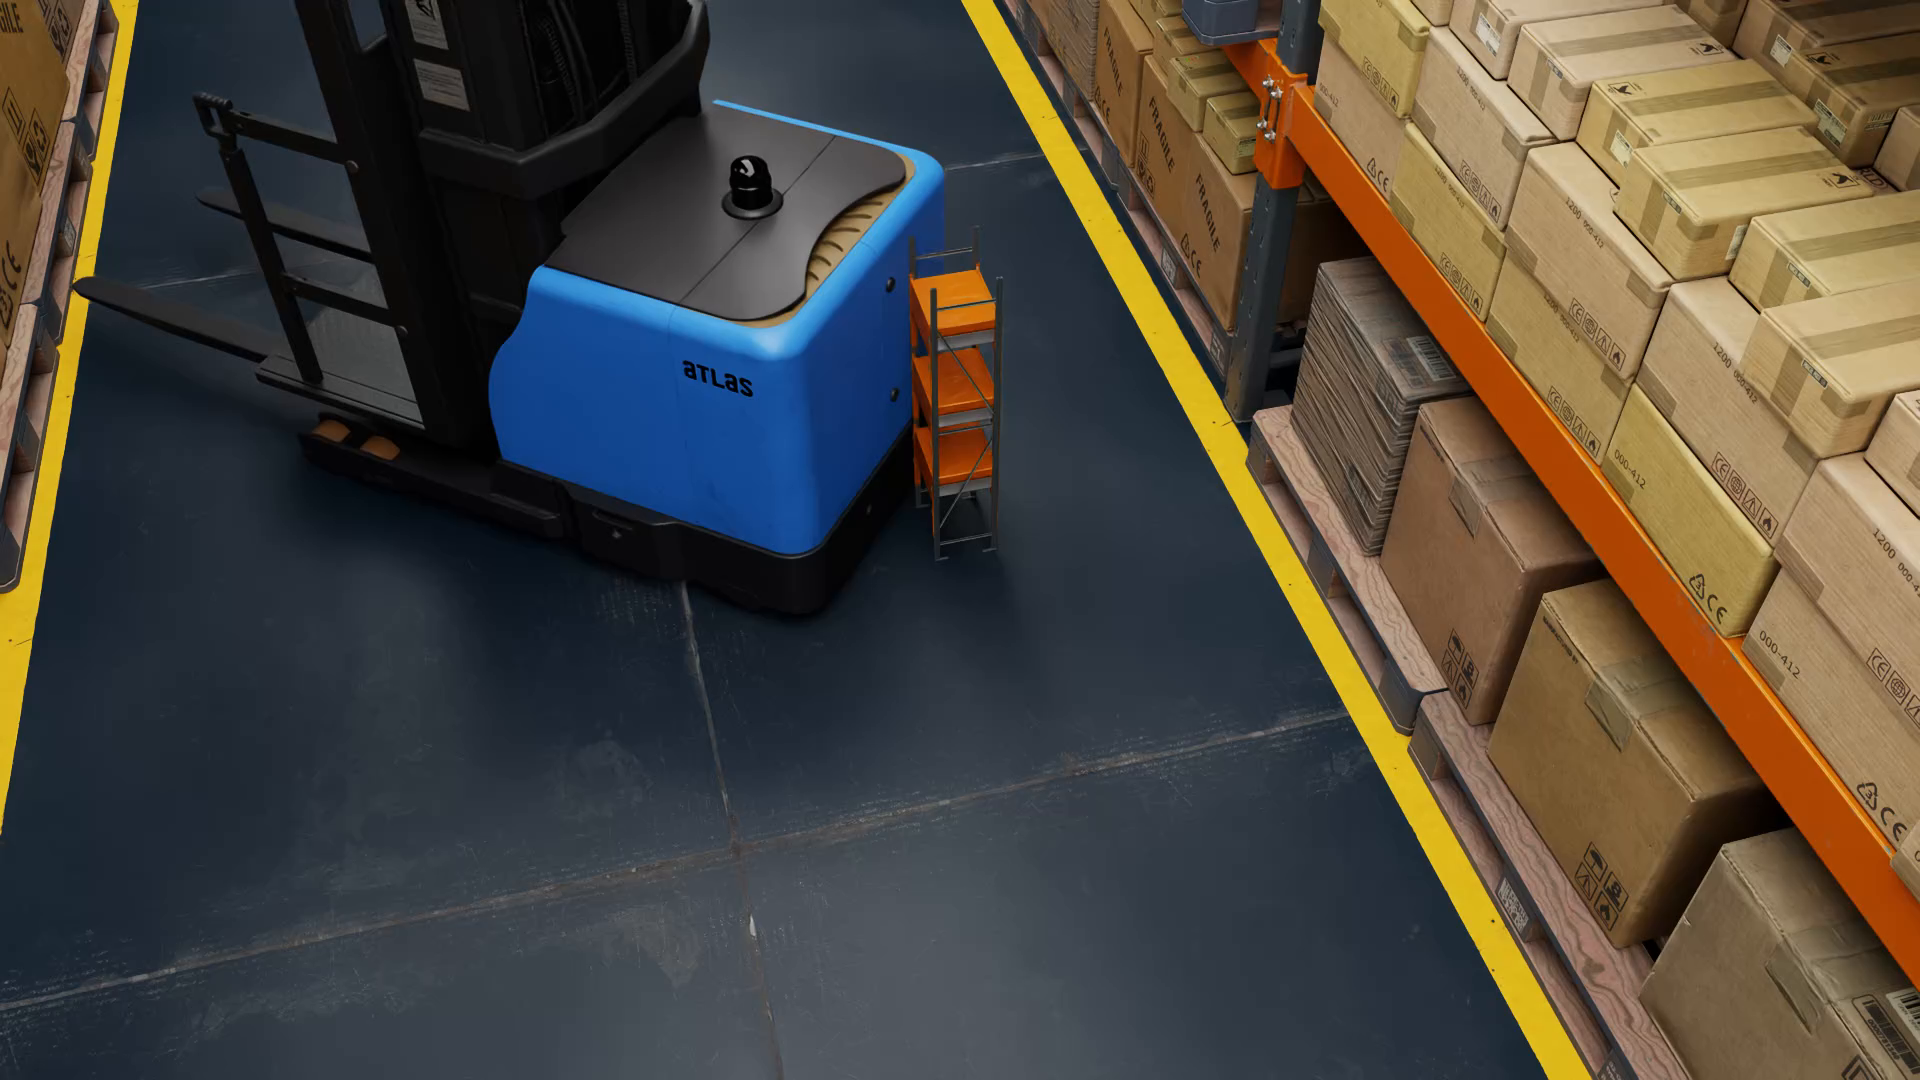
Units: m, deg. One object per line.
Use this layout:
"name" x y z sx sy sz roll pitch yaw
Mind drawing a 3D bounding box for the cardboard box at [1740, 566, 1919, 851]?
"cardboard box" 1.812 0.251 3.009 0.500 0.250 0.500 -10 47 -10

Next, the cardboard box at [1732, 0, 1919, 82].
"cardboard box" 1.993 -1.137 3.739 0.380 0.149 0.250 -12 47 -11

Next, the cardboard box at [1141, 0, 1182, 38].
"cardboard box" 0.882 -1.926 6.039 0.380 0.149 0.250 -9 46 -9

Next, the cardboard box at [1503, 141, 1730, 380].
"cardboard box" 1.522 -0.630 3.522 0.500 0.250 0.500 -12 47 -11

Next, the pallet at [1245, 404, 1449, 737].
"pallet" 1.574 -0.017 5.119 1.003 0.211 1.213 -11 47 -10

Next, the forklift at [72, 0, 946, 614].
"forklift" -1.591 -1.522 4.689 3.031 2.935 1.130 18 48 17

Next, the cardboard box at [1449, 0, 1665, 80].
"cardboard box" 1.358 -1.200 3.802 0.380 0.149 0.250 -10 46 -9

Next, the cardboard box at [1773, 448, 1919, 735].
"cardboard box" 1.788 0.070 2.836 0.500 0.250 0.500 -10 46 -10

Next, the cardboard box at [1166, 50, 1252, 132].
"cardboard box" 0.930 -1.546 5.666 0.380 0.149 0.250 -13 47 -12

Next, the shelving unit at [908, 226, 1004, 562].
"shelving unit" -0.014 -0.404 4.911 0.215 1.050 0.252 -11 47 -10

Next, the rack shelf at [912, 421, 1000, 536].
"rack shelf" -0.014 -0.202 5.117 0.215 0.259 0.240 -11 47 -10

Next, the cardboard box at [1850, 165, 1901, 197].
"cardboard box" 2.043 -0.733 3.623 0.500 0.250 0.500 -11 47 -11

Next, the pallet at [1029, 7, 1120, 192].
"pallet" 0.938 -1.956 7.019 1.003 0.211 1.213 -11 47 -10

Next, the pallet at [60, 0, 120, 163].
"pallet" -4.150 -1.926 6.989 1.003 0.211 1.213 -11 47 -10

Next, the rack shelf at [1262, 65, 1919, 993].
"rack shelf" 1.913 0.064 3.591 1.077 0.370 4.000 -11 47 -10

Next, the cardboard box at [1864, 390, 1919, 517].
"cardboard box" 1.767 -0.141 2.764 0.380 0.149 0.250 -10 46 -10

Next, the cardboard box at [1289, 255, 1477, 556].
"cardboard box" 1.548 -0.452 4.961 0.875 0.625 0.625 -9 46 -9

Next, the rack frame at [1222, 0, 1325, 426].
"rack frame" 1.401 -1.569 4.687 1.000 3.000 0.127 -11 47 -10

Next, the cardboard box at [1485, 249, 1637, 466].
"cardboard box" 1.541 -0.463 3.708 0.500 0.250 0.500 -12 47 -12

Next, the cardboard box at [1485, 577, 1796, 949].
"cardboard box" 1.895 0.463 4.065 0.875 0.625 0.625 -12 47 -12

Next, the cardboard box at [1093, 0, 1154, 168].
"cardboard box" 0.830 -1.802 6.372 0.500 0.500 0.500 -9 46 -9

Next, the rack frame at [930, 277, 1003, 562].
"rack frame" 0.018 -0.320 4.829 0.200 1.050 0.008 -11 47 -10

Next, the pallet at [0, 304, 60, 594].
"pallet" -3.525 -0.241 5.338 1.003 0.211 1.213 -11 47 -10

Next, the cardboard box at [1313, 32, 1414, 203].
"cardboard box" 1.278 -1.165 4.397 0.500 0.250 0.500 -11 47 -10

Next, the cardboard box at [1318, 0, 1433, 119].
"cardboard box" 1.254 -1.336 4.214 0.500 0.250 0.500 -11 47 -10

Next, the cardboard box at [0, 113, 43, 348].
"cardboard box" -3.717 -1.171 5.491 0.875 0.875 0.875 -10 46 -10

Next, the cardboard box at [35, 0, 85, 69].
"cardboard box" -4.184 -2.410 6.706 0.875 0.875 0.875 -9 46 -9

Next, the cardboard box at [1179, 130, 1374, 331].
"cardboard box" 1.085 -1.094 5.678 0.500 0.500 0.500 -9 46 -9

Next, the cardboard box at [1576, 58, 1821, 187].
"cardboard box" 1.530 -0.854 3.463 0.380 0.149 0.250 -10 46 -10

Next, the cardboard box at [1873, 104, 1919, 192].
"cardboard box" 2.129 -0.785 3.395 0.380 0.149 0.250 -11 47 -11

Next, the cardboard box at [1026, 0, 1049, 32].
"cardboard box" 0.553 -2.516 7.072 0.500 0.500 0.500 -12 47 -11

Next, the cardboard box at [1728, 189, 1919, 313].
"cardboard box" 1.699 -0.506 3.122 0.380 0.149 0.250 -11 47 -10
